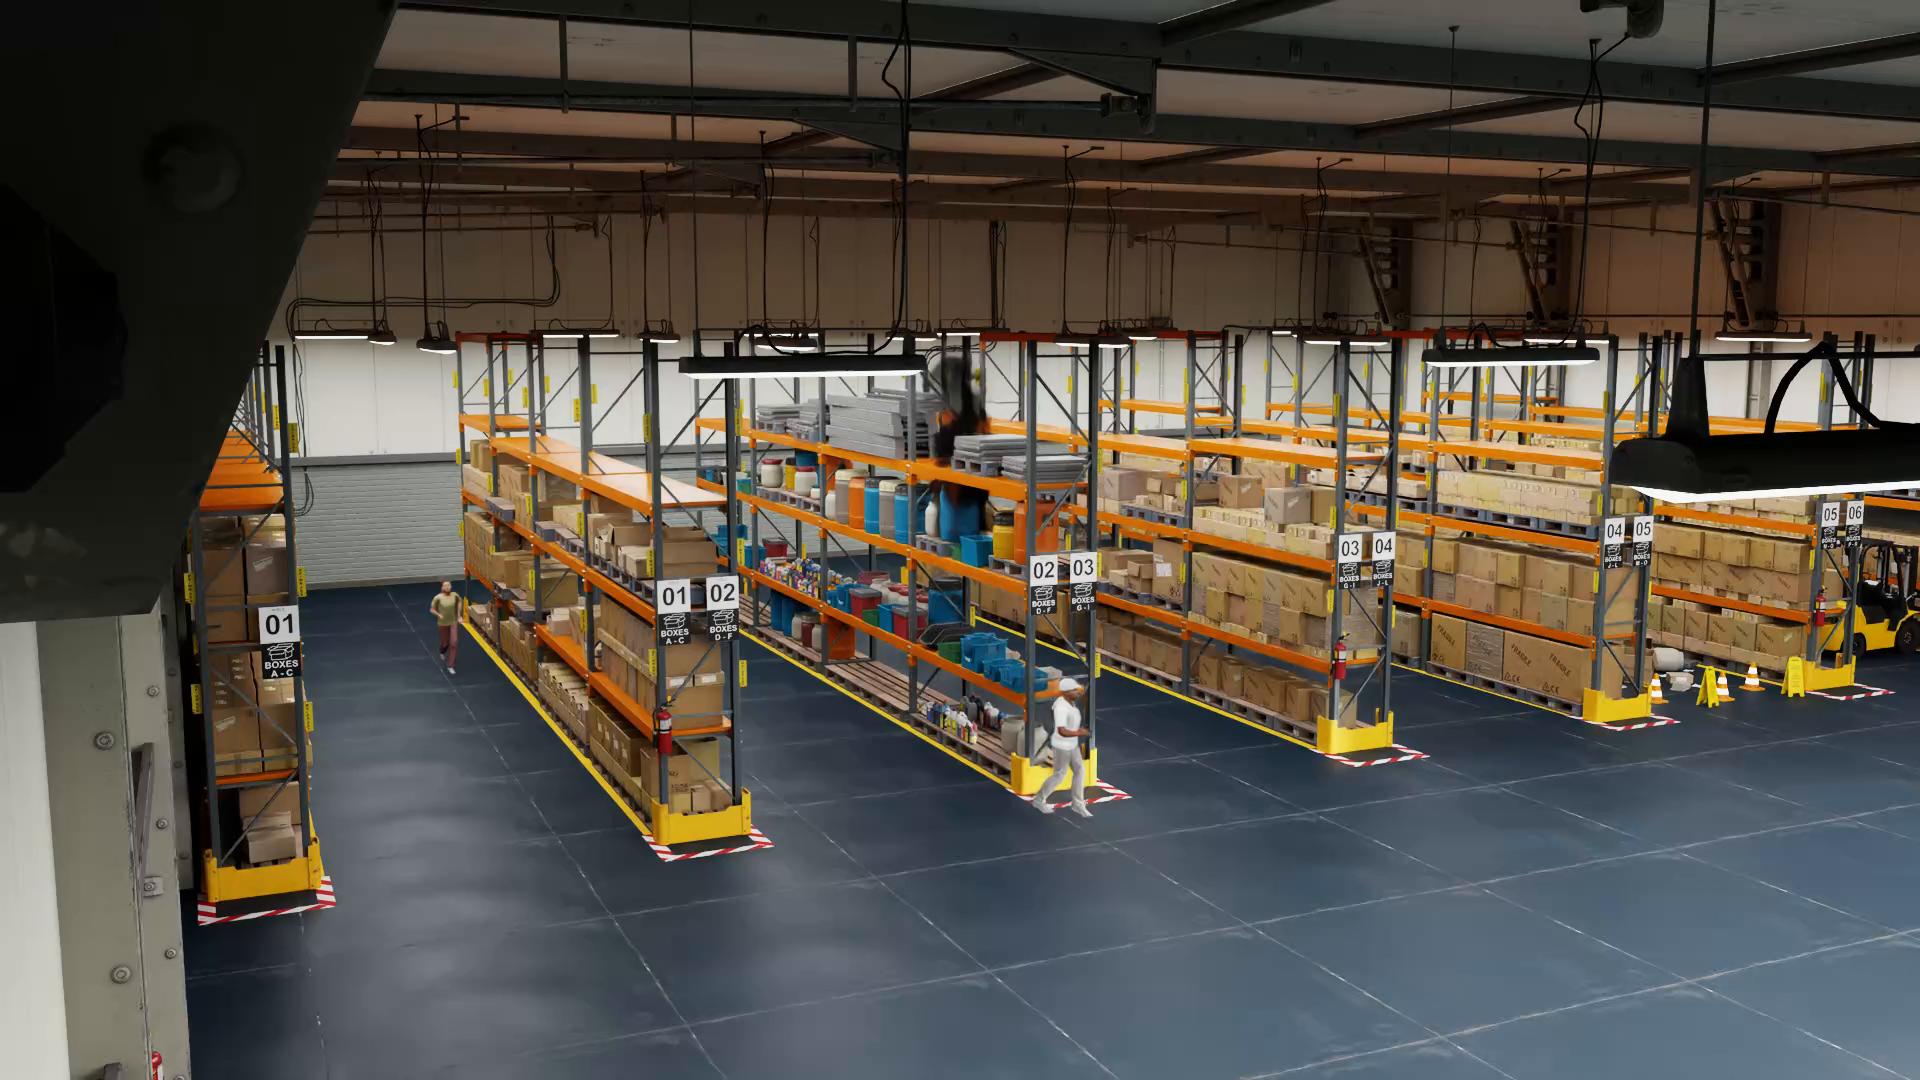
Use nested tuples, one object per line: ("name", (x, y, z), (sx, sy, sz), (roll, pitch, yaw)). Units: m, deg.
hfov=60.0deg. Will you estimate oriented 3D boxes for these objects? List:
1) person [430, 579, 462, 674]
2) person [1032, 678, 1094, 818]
("person", (-9.182, 1.536, 29.799), (0.585, 1.663, 0.851), (-4, 9, -27))
("person", (1.309, 2.640, 21.014), (0.782, 1.829, 0.717), (2, 8, 16))
